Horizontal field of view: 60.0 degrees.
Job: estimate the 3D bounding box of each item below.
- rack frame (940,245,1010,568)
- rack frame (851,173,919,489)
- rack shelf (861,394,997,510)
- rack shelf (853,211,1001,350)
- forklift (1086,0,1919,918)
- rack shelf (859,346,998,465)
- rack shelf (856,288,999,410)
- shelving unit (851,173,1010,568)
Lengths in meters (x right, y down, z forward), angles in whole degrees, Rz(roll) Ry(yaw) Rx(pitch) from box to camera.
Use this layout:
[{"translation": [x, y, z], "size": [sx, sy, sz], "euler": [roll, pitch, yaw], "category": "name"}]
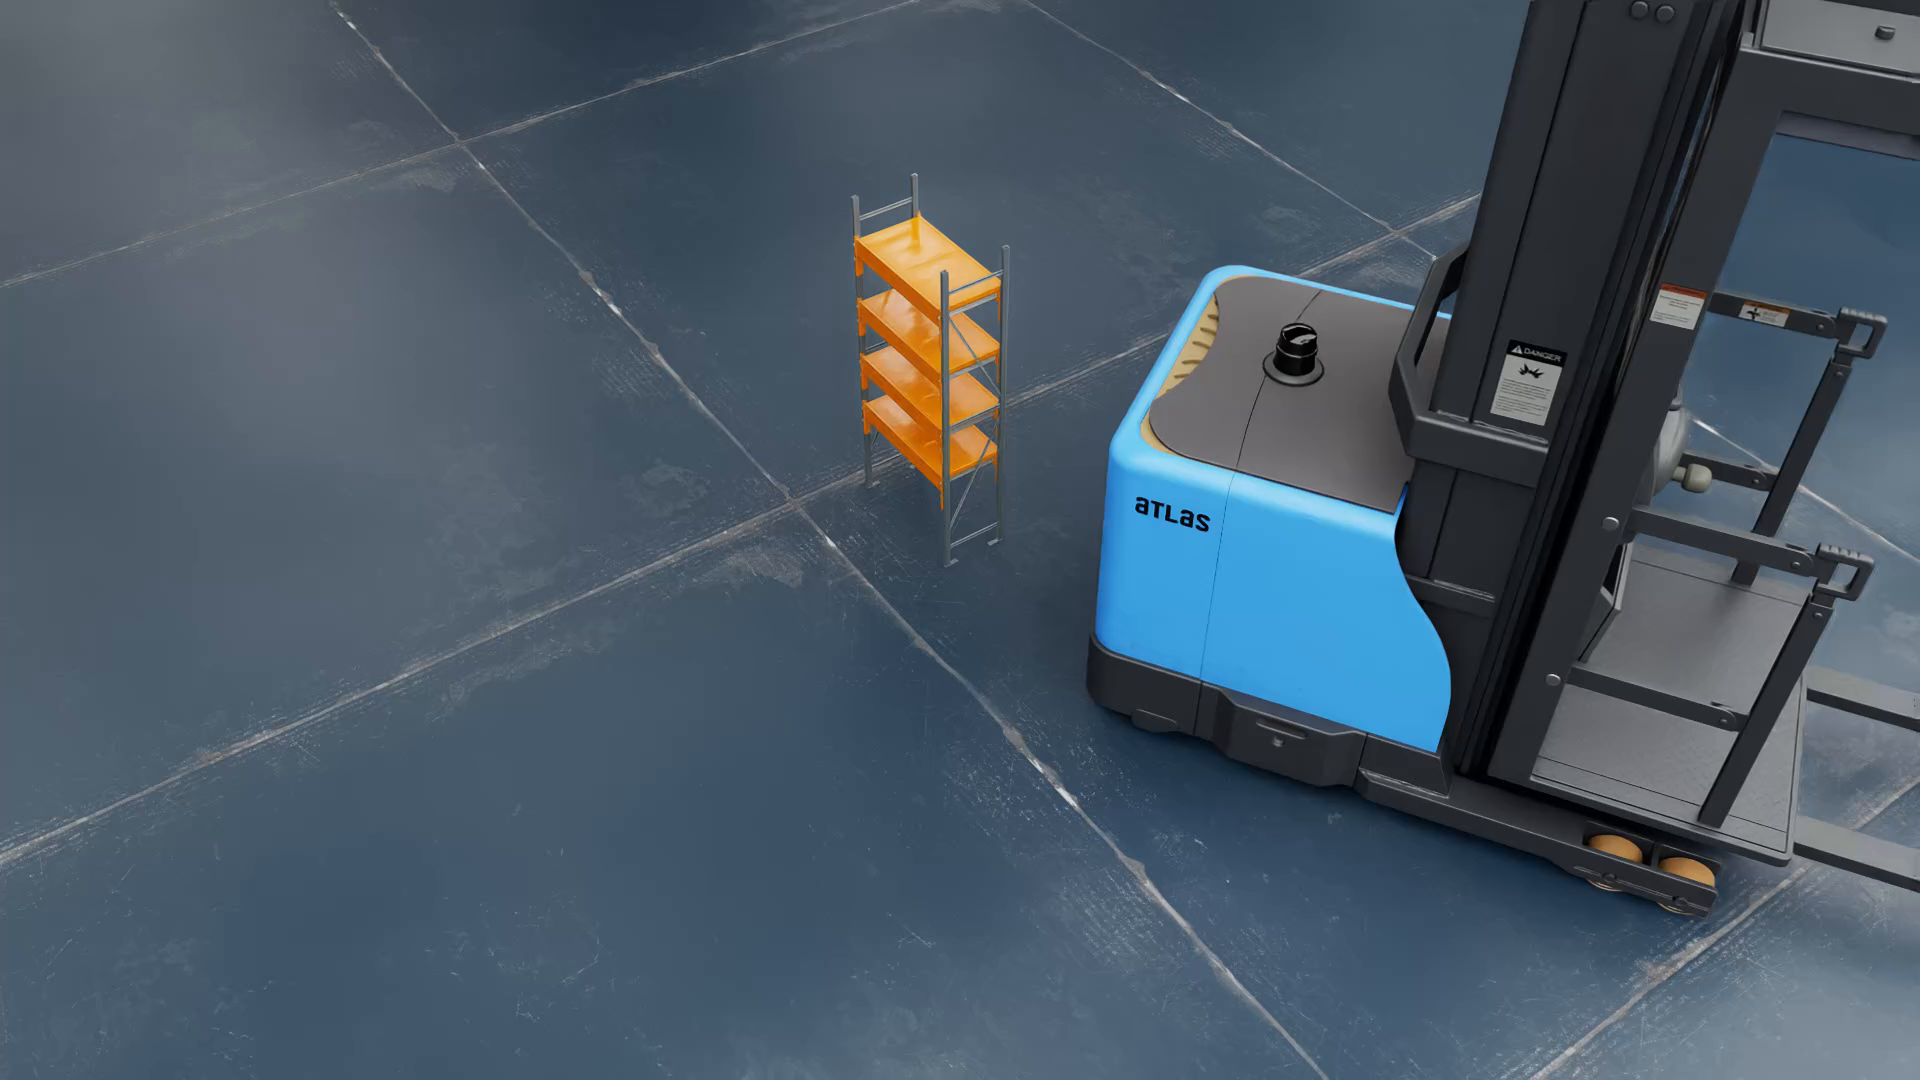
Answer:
[{"translation": [0.045, -0.390, 5.289], "size": [0.240, 1.200, 0.015], "euler": [-26, 49, -24], "category": "rack frame"}, {"translation": [-0.234, -0.666, 5.579], "size": [0.240, 1.200, 0.015], "euler": [-26, 49, -24], "category": "rack frame"}, {"translation": [-0.095, -0.335, 5.617], "size": [0.258, 0.148, 0.480], "euler": [-26, 49, -24], "category": "rack shelf"}, {"translation": [-0.095, -0.812, 5.163], "size": [0.258, 0.148, 0.480], "euler": [-26, 49, -24], "category": "rack shelf"}, {"translation": [1.956, -0.434, 4.082], "size": [3.031, 2.935, 1.130], "euler": [17, 46, 17], "category": "forklift"}, {"translation": [-0.095, -0.479, 5.480], "size": [0.258, 0.148, 0.480], "euler": [-26, 49, -24], "category": "rack shelf"}, {"translation": [-0.095, -0.641, 5.326], "size": [0.258, 0.148, 0.480], "euler": [-26, 49, -24], "category": "rack shelf"}, {"translation": [-0.095, -0.528, 5.434], "size": [0.258, 1.200, 0.503], "euler": [-26, 49, -24], "category": "shelving unit"}]
